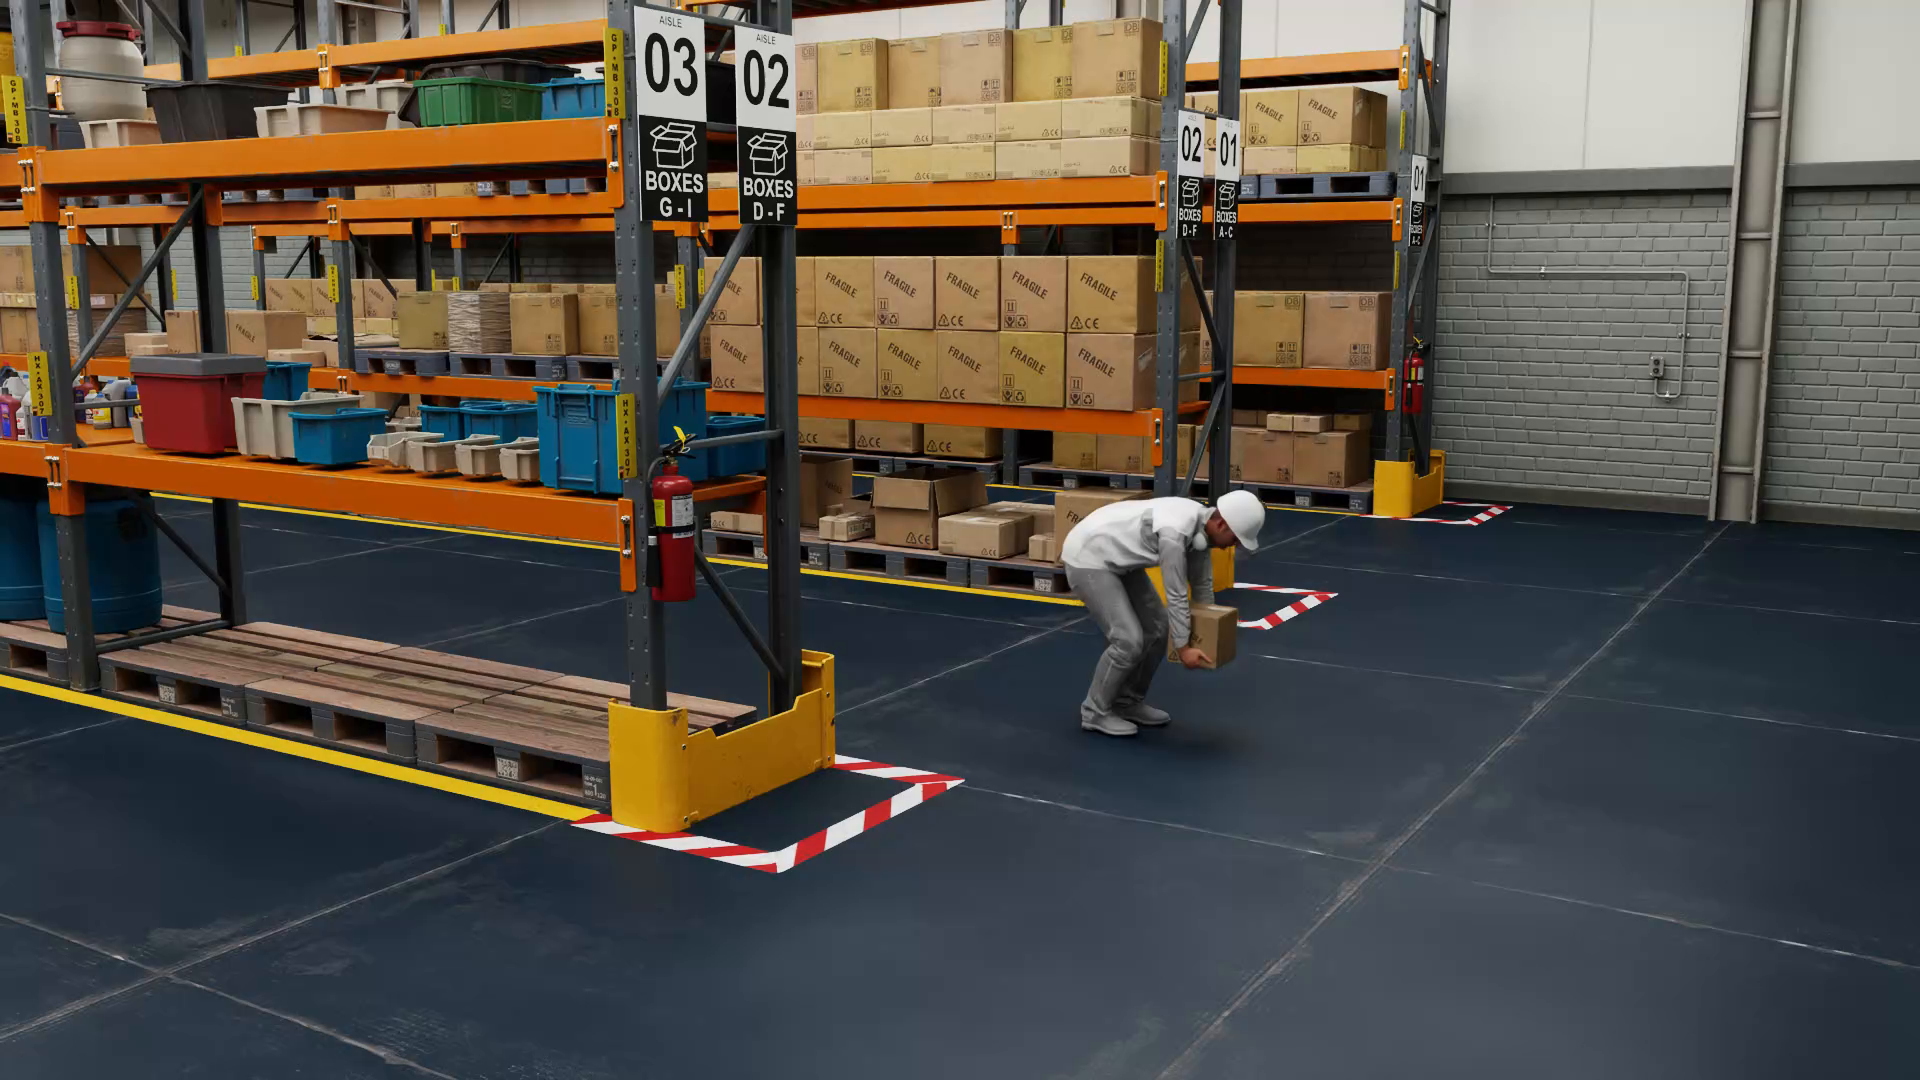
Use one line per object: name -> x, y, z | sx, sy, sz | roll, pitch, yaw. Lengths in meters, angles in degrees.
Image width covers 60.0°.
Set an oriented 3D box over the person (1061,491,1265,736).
person -> 0.973, 0.338, 8.003 | 0.980, 1.204, 0.485 | 5, 11, 29
